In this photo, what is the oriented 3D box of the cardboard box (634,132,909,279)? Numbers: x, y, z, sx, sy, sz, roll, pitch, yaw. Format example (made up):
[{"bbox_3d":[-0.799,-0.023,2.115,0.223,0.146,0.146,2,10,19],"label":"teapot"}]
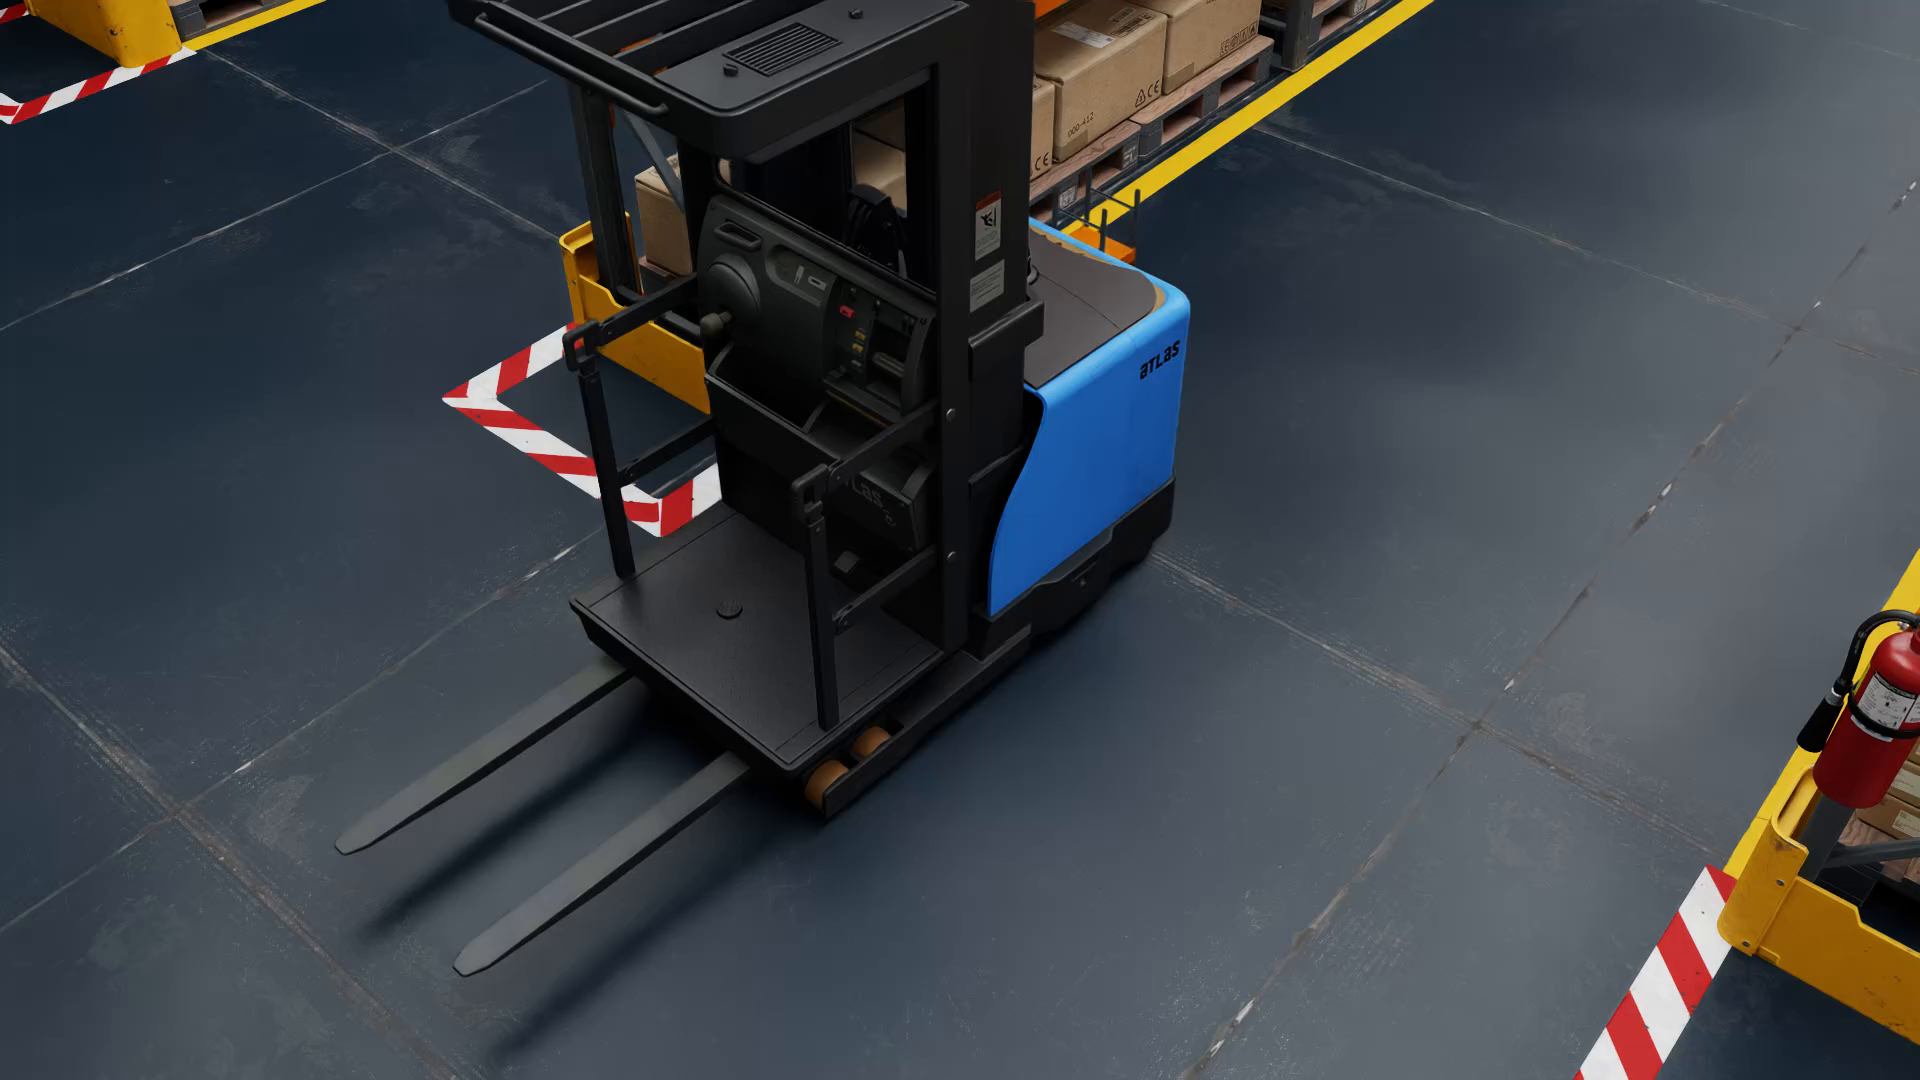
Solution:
[{"bbox_3d":[-0.760,-1.415,7.168,0.875,0.438,0.875,28,49,27],"label":"cardboard box"}]

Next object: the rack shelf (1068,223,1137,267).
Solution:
[{"bbox_3d":[0.480,-1.021,6.012,0.258,0.103,0.180,32,51,30],"label":"rack shelf"}]

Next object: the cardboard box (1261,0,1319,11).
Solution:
[{"bbox_3d":[1.804,-3.607,9.254,0.875,0.875,0.875,31,51,30],"label":"cardboard box"}]

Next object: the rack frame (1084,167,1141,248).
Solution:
[{"bbox_3d":[0.542,-0.833,6.274,0.240,1.200,0.006,32,51,30],"label":"rack frame"}]

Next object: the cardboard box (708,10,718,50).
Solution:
[{"bbox_3d":[-0.579,-1.984,6.128,0.500,0.500,0.500,29,50,28],"label":"cardboard box"}]

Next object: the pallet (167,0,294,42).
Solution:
[{"bbox_3d":[-4.348,-3.389,9.821,1.003,0.211,1.213,29,50,28],"label":"pallet"}]

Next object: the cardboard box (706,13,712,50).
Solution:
[{"bbox_3d":[-1.000,-2.224,6.392,0.500,0.500,0.500,30,50,29],"label":"cardboard box"}]

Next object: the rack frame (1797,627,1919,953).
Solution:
[{"bbox_3d":[2.746,0.267,3.727,1.000,3.000,0.127,29,50,28],"label":"rack frame"}]

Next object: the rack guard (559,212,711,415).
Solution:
[{"bbox_3d":[-1.123,-0.887,6.854,1.175,0.500,0.348,29,50,28],"label":"rack guard"}]

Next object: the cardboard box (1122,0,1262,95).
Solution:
[{"bbox_3d":[0.980,-2.814,8.708,0.875,0.438,0.875,29,50,28],"label":"cardboard box"}]

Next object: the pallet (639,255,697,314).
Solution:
[{"bbox_3d":[-0.653,-1.238,7.455,1.003,0.211,1.213,29,50,28],"label":"pallet"}]

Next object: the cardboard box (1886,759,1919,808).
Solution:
[{"bbox_3d":[2.867,0.661,4.879,0.380,0.149,0.250,28,49,27],"label":"cardboard box"}]

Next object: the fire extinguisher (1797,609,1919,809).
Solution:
[{"bbox_3d":[2.230,0.364,3.955,0.296,0.674,0.183,29,50,28],"label":"fire extinguisher"}]

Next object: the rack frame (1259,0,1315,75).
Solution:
[{"bbox_3d":[1.466,-3.884,8.291,1.000,3.000,0.127,29,50,28],"label":"rack frame"}]

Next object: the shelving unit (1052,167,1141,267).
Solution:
[{"bbox_3d":[0.480,-0.788,6.225,0.258,1.200,0.189,32,51,30],"label":"shelving unit"}]

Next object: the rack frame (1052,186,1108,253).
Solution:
[{"bbox_3d":[0.418,-0.743,6.175,0.240,1.200,0.006,32,51,30],"label":"rack frame"}]

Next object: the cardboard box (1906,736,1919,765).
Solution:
[{"bbox_3d":[2.892,0.564,4.765,0.380,0.149,0.250,30,50,29],"label":"cardboard box"}]

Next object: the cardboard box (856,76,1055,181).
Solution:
[{"bbox_3d":[-0.177,-1.889,7.691,0.875,0.438,0.875,31,51,29],"label":"cardboard box"}]

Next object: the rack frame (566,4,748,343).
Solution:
[{"bbox_3d":[-1.108,-1.824,6.026,1.000,3.000,0.127,29,50,28],"label":"rack frame"}]

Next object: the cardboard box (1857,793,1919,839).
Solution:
[{"bbox_3d":[2.925,0.805,4.942,0.380,0.149,0.250,30,50,29],"label":"cardboard box"}]

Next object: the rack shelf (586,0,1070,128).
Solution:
[{"bbox_3d":[0.179,-2.588,7.401,1.077,0.370,4.000,29,50,28],"label":"rack shelf"}]

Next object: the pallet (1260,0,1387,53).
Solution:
[{"bbox_3d":[1.905,-3.282,9.702,1.003,0.211,1.213,29,50,28],"label":"pallet"}]

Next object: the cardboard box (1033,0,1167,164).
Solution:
[{"bbox_3d":[0.404,-2.353,8.200,0.875,0.438,0.875,28,49,27],"label":"cardboard box"}]

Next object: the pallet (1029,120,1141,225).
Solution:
[{"bbox_3d":[0.132,-1.863,8.142,1.003,0.211,1.213,29,50,28],"label":"pallet"}]

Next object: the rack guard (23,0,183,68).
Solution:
[{"bbox_3d":[-4.861,-3.085,9.272,1.175,0.500,0.348,29,50,28],"label":"rack guard"}]

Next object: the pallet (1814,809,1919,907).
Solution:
[{"bbox_3d":[3.345,0.857,5.151,1.003,0.211,1.213,29,50,28],"label":"pallet"}]

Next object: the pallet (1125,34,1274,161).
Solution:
[{"bbox_3d":[0.917,-2.494,8.836,1.003,0.211,1.213,29,50,28],"label":"pallet"}]

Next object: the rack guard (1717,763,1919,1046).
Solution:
[{"bbox_3d":[2.795,1.153,4.610,1.175,0.500,0.348,29,50,28],"label":"rack guard"}]

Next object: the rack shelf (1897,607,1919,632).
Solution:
[{"bbox_3d":[4.033,-0.497,5.101,1.077,0.370,4.000,29,50,28],"label":"rack shelf"}]

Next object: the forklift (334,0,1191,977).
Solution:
[{"bbox_3d":[-0.582,-0.609,4.742,1.130,2.935,3.031,32,51,30],"label":"forklift"}]
